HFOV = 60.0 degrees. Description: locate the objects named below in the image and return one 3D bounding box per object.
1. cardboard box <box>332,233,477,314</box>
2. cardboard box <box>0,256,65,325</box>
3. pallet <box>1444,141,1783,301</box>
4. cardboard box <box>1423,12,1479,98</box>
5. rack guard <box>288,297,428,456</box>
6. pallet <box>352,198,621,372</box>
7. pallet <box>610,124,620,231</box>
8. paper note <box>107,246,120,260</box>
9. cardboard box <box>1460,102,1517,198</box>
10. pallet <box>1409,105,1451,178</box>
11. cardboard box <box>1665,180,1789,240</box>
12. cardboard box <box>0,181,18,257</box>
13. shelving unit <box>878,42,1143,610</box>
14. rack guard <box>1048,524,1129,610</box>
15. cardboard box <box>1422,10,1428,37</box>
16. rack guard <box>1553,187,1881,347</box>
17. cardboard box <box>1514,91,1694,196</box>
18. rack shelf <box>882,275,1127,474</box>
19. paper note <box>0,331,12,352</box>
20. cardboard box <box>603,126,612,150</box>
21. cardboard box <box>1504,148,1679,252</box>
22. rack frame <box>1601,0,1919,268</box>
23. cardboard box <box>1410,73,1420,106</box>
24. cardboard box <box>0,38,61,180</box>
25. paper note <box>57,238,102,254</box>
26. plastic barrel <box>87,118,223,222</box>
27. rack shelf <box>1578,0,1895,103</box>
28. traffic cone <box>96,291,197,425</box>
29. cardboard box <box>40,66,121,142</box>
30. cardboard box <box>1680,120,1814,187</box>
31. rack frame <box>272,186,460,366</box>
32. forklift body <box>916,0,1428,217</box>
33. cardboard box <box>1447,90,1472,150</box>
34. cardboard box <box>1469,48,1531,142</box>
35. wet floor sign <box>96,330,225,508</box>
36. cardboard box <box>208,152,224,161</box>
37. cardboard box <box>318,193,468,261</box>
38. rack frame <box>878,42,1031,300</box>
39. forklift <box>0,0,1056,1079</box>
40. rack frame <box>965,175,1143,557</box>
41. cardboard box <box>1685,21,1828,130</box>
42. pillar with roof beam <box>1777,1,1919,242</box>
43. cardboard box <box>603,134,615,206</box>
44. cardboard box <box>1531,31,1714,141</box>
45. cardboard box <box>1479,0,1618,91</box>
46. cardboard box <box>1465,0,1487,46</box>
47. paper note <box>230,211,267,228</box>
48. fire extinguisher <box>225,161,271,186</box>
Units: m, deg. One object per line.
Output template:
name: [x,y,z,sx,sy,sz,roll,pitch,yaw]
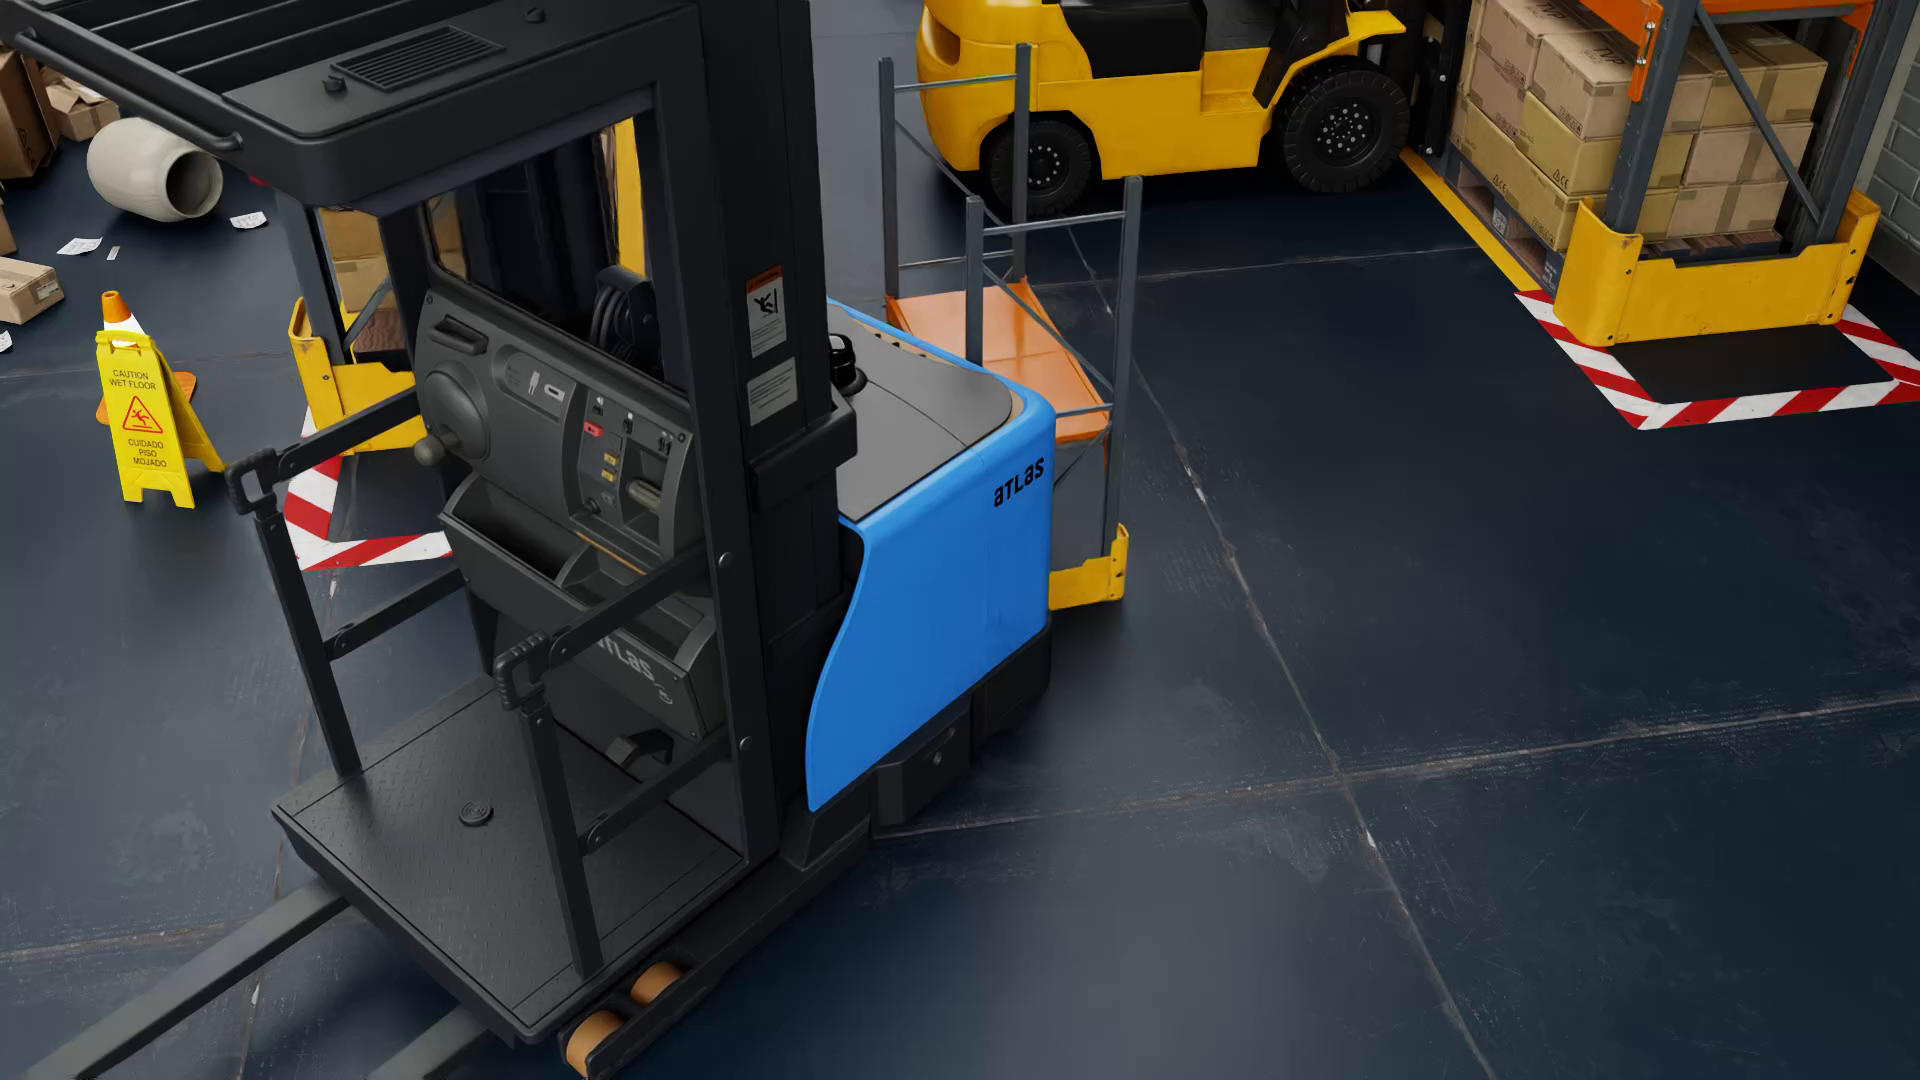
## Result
cardboard box: [-2.217,-1.163,6.700,0.500,0.250,0.500,-6,38,-8]
cardboard box: [-4.024,-1.057,6.989,0.380,0.149,0.250,13,40,16]
pallet: [2.905,-1.501,7.510,1.003,0.211,1.213,-6,38,-8]
cardboard box: [2.499,-2.296,7.752,0.500,0.250,0.500,-7,38,-9]
rack guard: [-1.819,-0.668,6.202,1.175,0.500,0.348,-6,38,-8]
pallet: [-1.927,-1.048,6.927,1.003,0.211,1.213,-6,38,-8]
pallet: [-2.137,-1.783,7.873,1.003,0.211,1.213,-6,38,-8]
paper note: [-3.758,-1.274,7.382,0.032,0.001,0.123,-6,38,-8]
cardboard box: [2.609,-1.776,7.490,0.500,0.250,0.500,-6,38,-8]
pallet: [2.694,-2.237,8.457,1.003,0.211,1.213,-6,38,-8]
cardboard box: [3.187,-1.543,7.190,0.500,0.250,0.500,-6,38,-8]
cardboard box: [-4.606,-1.412,7.157,0.637,0.503,0.797,27,45,30]
shelving unit: [0.120,-0.673,5.394,0.587,1.500,1.083,-10,39,-12]
rack guard: [0.255,0.115,5.399,0.587,0.250,0.087,-10,39,-12]
cardboard box: [2.414,-2.599,8.142,0.500,0.250,0.500,-6,38,-8]
rack guard: [3.084,-1.143,6.814,1.175,0.500,0.348,-6,38,-8]
cardboard box: [2.687,-1.683,6.962,0.500,0.250,0.500,-7,38,-9]
rack shelf: [0.122,-0.526,5.497,0.538,0.185,1.000,-10,39,-12]
paper note: [-3.931,-0.793,6.746,0.148,0.019,0.142,-20,42,-23]
cardboard box: [-1.865,-1.843,7.576,0.500,0.250,0.500,-4,38,-5]
cardboard box: [2.687,-1.475,7.102,0.500,0.250,0.500,-6,38,-8]
rack frame: [3.080,-2.145,6.066,1.000,3.000,0.127,-6,38,-8]
cardboard box: [2.417,-2.391,8.281,0.500,0.250,0.500,-5,38,-7]
cardboard box: [-4.779,-2.029,7.841,0.797,0.637,0.503,-6,38,-8]
paper note: [-3.933,-1.318,7.431,0.148,0.019,0.142,6,38,8]
plastic barrel: [-3.659,-1.676,7.562,0.512,0.421,0.421,19,42,23]
rack shelf: [2.730,-3.069,7.842,1.077,0.370,4.000,-6,38,-8]
traffic cone: [-3.151,-0.728,6.310,0.336,0.463,0.334,-6,38,-8]
cardboard box: [-4.478,-2.222,8.394,0.396,0.266,0.258,27,45,30]
cardboard box: [3.202,-1.729,7.022,0.500,0.250,0.500,-6,38,-7]
rack frame: [-1.806,-1.609,5.376,1.000,3.000,0.127,-6,38,-8]
forklift body: [0.952,-2.759,7.548,2.313,2.155,1.214,-6,38,-8]
cardboard box: [2.530,-2.079,7.880,0.500,0.250,0.500,-6,38,-7]
cardboard box: [2.610,-1.987,7.354,0.500,0.250,0.500,-7,38,-8]
wet floor sign: [-2.826,-0.449,5.802,0.267,0.644,0.232,6,38,8]
cardboard box: [-3.659,-2.245,8.230,0.500,0.500,0.500,19,42,23]
cardboard box: [-2.203,-1.441,6.447,0.500,0.500,0.500,-6,38,-8]
rack frame: [-0.015,-0.968,5.773,0.500,1.500,0.032,-10,39,-12]
forklift: [-1.066,-0.195,3.612,1.130,2.935,3.031,28,46,31]
rack frame: [0.260,-0.367,5.000,0.500,1.500,0.032,-10,39,-12]
cardboard box: [3.182,-1.930,6.874,0.500,0.250,0.500,-7,38,-9]
pillar with roof beam: [-0.393,-4.568,4.295,9.100,9.000,0.400,-6,38,-8]
cardboard box: [-1.757,-1.515,7.154,0.500,0.250,0.500,-5,38,-6]
cardboard box: [2.692,-1.864,6.789,0.500,0.250,0.500,-5,38,-6]
cardboard box: [2.597,-2.172,7.185,0.500,0.250,0.500,-6,38,-7]
cardboard box: [2.499,-2.476,7.576,0.500,0.250,0.500,-6,38,-7]
paper note: [-3.258,-1.468,7.615,0.142,0.019,0.148,-20,42,-23]
fire extinguisher: [-2.240,-1.460,5.247,0.296,0.674,0.183,-6,38,-8]
